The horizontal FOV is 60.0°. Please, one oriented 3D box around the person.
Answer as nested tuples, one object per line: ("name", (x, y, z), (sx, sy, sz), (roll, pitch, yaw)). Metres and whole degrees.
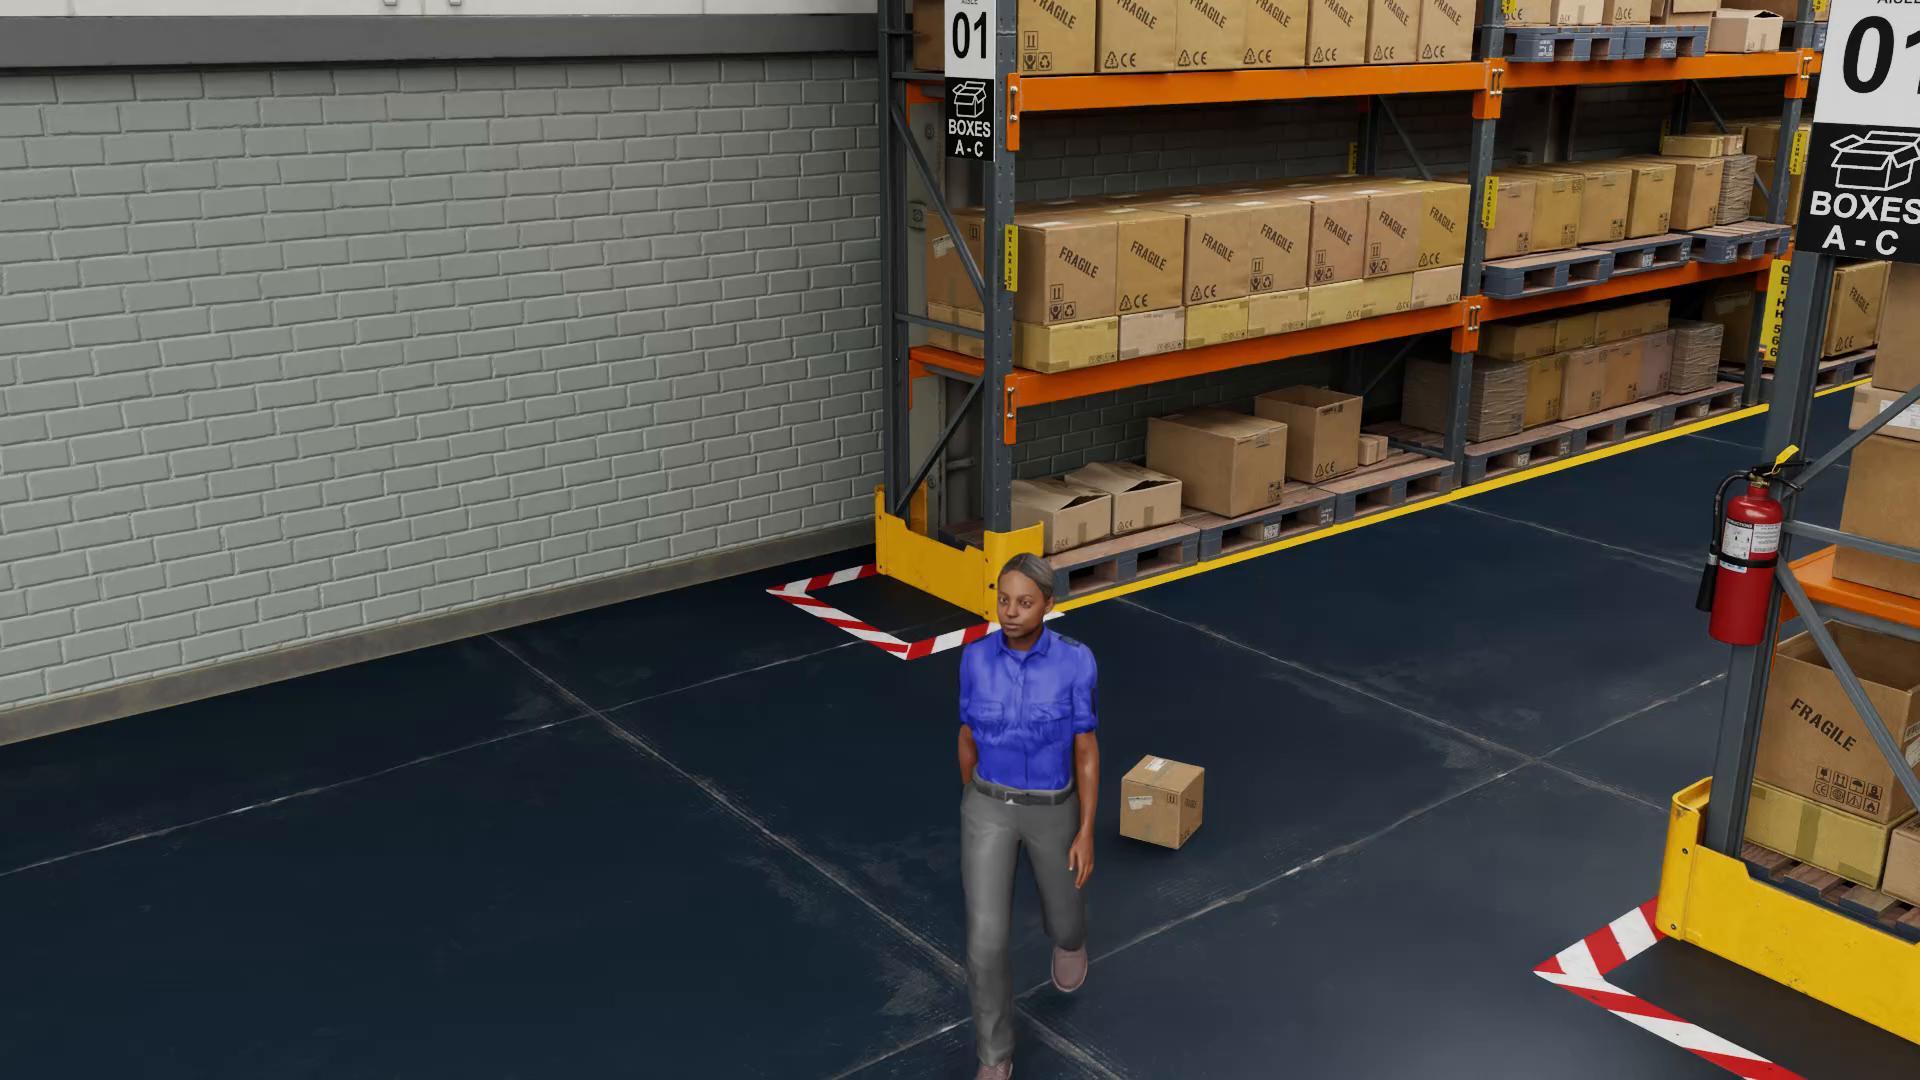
("person", (0.201, 0.810, 4.997), (0.438, 1.614, 0.840), (3, 18, 9))
